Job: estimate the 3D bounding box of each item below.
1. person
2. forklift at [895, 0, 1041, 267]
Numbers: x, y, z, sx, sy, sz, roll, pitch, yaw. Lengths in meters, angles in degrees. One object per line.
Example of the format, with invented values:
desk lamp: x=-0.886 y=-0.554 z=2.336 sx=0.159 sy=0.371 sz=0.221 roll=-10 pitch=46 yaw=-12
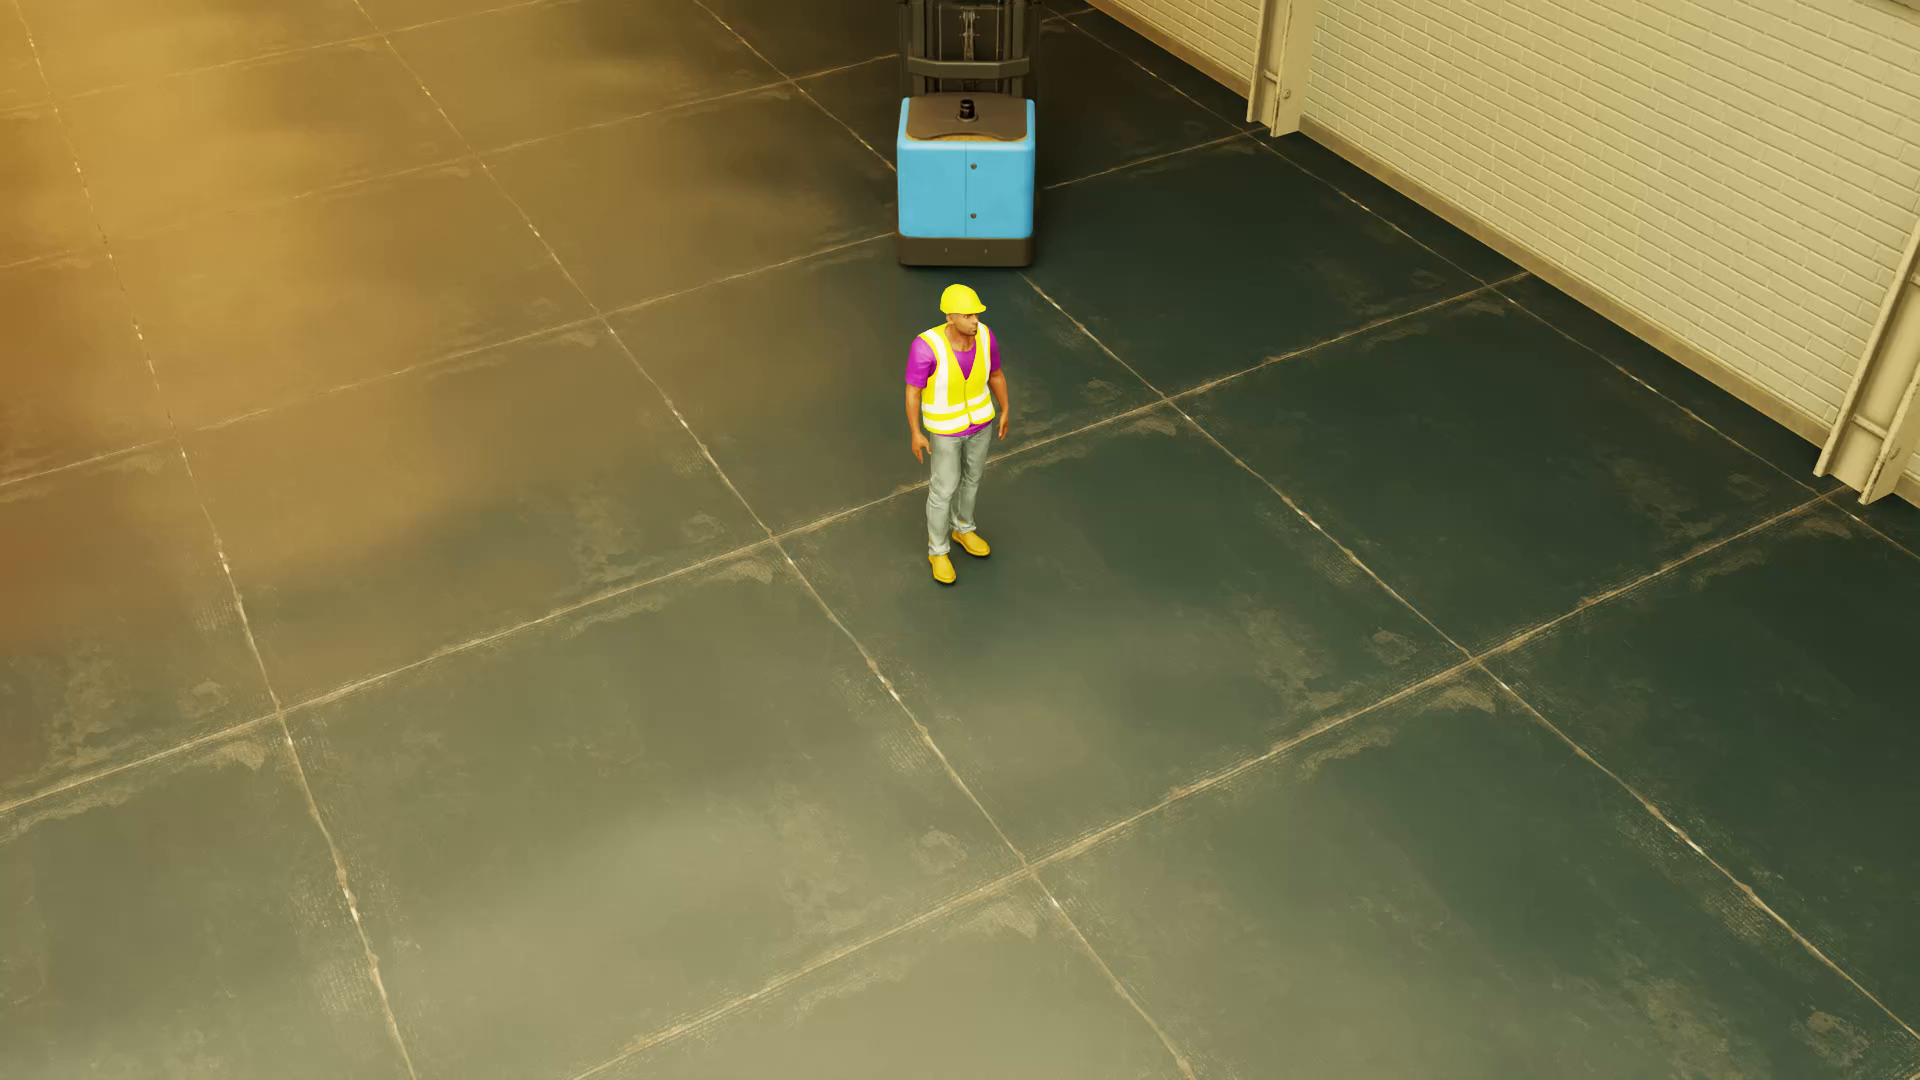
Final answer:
person: x=0.031 y=-0.645 z=9.715 sx=0.666 sy=1.768 sz=0.575 roll=-20 pitch=44 yaw=-23
forklift: x=0.082 y=-4.140 z=13.028 sx=1.130 sy=2.935 sz=3.031 roll=1 pitch=40 yaw=1
